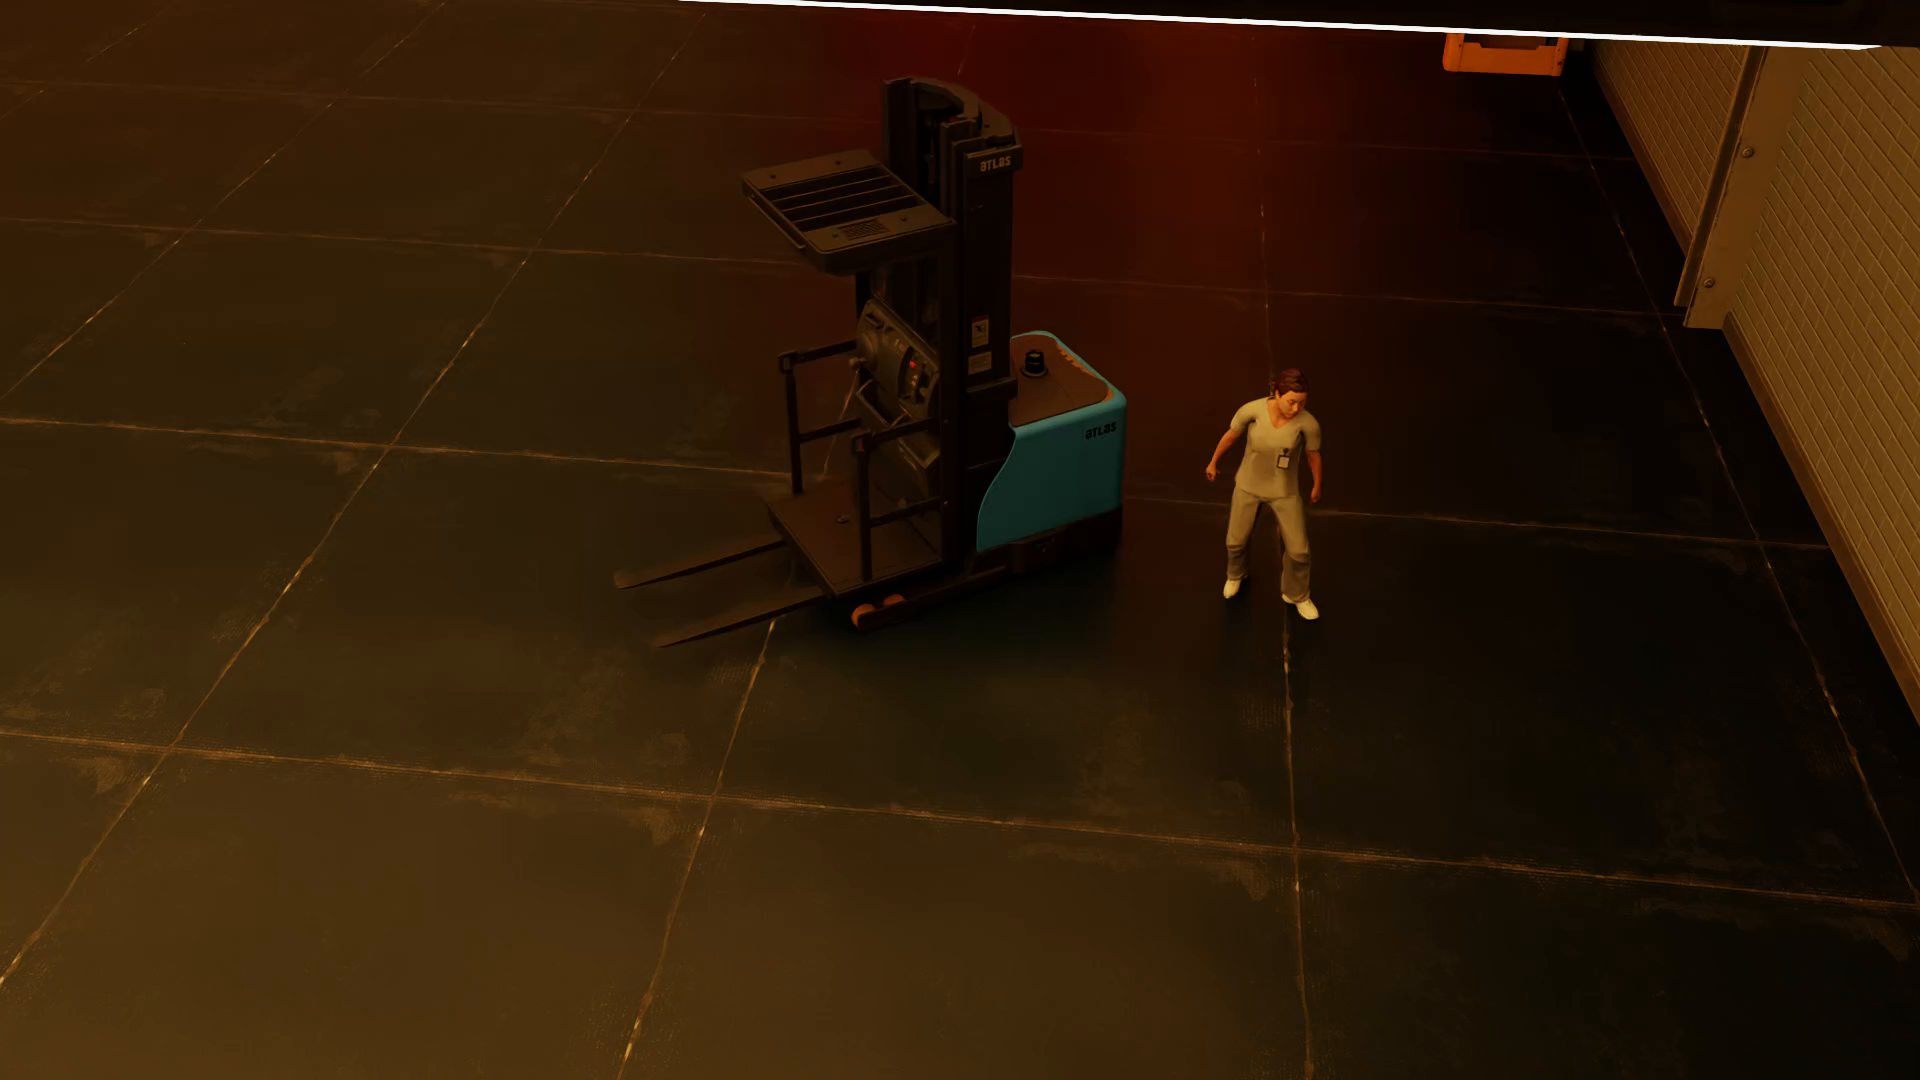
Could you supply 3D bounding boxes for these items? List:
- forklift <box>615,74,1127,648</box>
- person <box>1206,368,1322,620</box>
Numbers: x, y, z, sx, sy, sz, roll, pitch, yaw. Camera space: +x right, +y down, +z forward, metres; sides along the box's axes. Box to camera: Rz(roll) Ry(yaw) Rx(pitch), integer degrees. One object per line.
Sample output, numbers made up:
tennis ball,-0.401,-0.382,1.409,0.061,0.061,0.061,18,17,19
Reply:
forklift,-0.538,-0.997,9.383,3.031,2.935,1.130,-18,40,-22
person,1.797,-0.316,9.581,0.782,1.644,0.414,12,38,15
